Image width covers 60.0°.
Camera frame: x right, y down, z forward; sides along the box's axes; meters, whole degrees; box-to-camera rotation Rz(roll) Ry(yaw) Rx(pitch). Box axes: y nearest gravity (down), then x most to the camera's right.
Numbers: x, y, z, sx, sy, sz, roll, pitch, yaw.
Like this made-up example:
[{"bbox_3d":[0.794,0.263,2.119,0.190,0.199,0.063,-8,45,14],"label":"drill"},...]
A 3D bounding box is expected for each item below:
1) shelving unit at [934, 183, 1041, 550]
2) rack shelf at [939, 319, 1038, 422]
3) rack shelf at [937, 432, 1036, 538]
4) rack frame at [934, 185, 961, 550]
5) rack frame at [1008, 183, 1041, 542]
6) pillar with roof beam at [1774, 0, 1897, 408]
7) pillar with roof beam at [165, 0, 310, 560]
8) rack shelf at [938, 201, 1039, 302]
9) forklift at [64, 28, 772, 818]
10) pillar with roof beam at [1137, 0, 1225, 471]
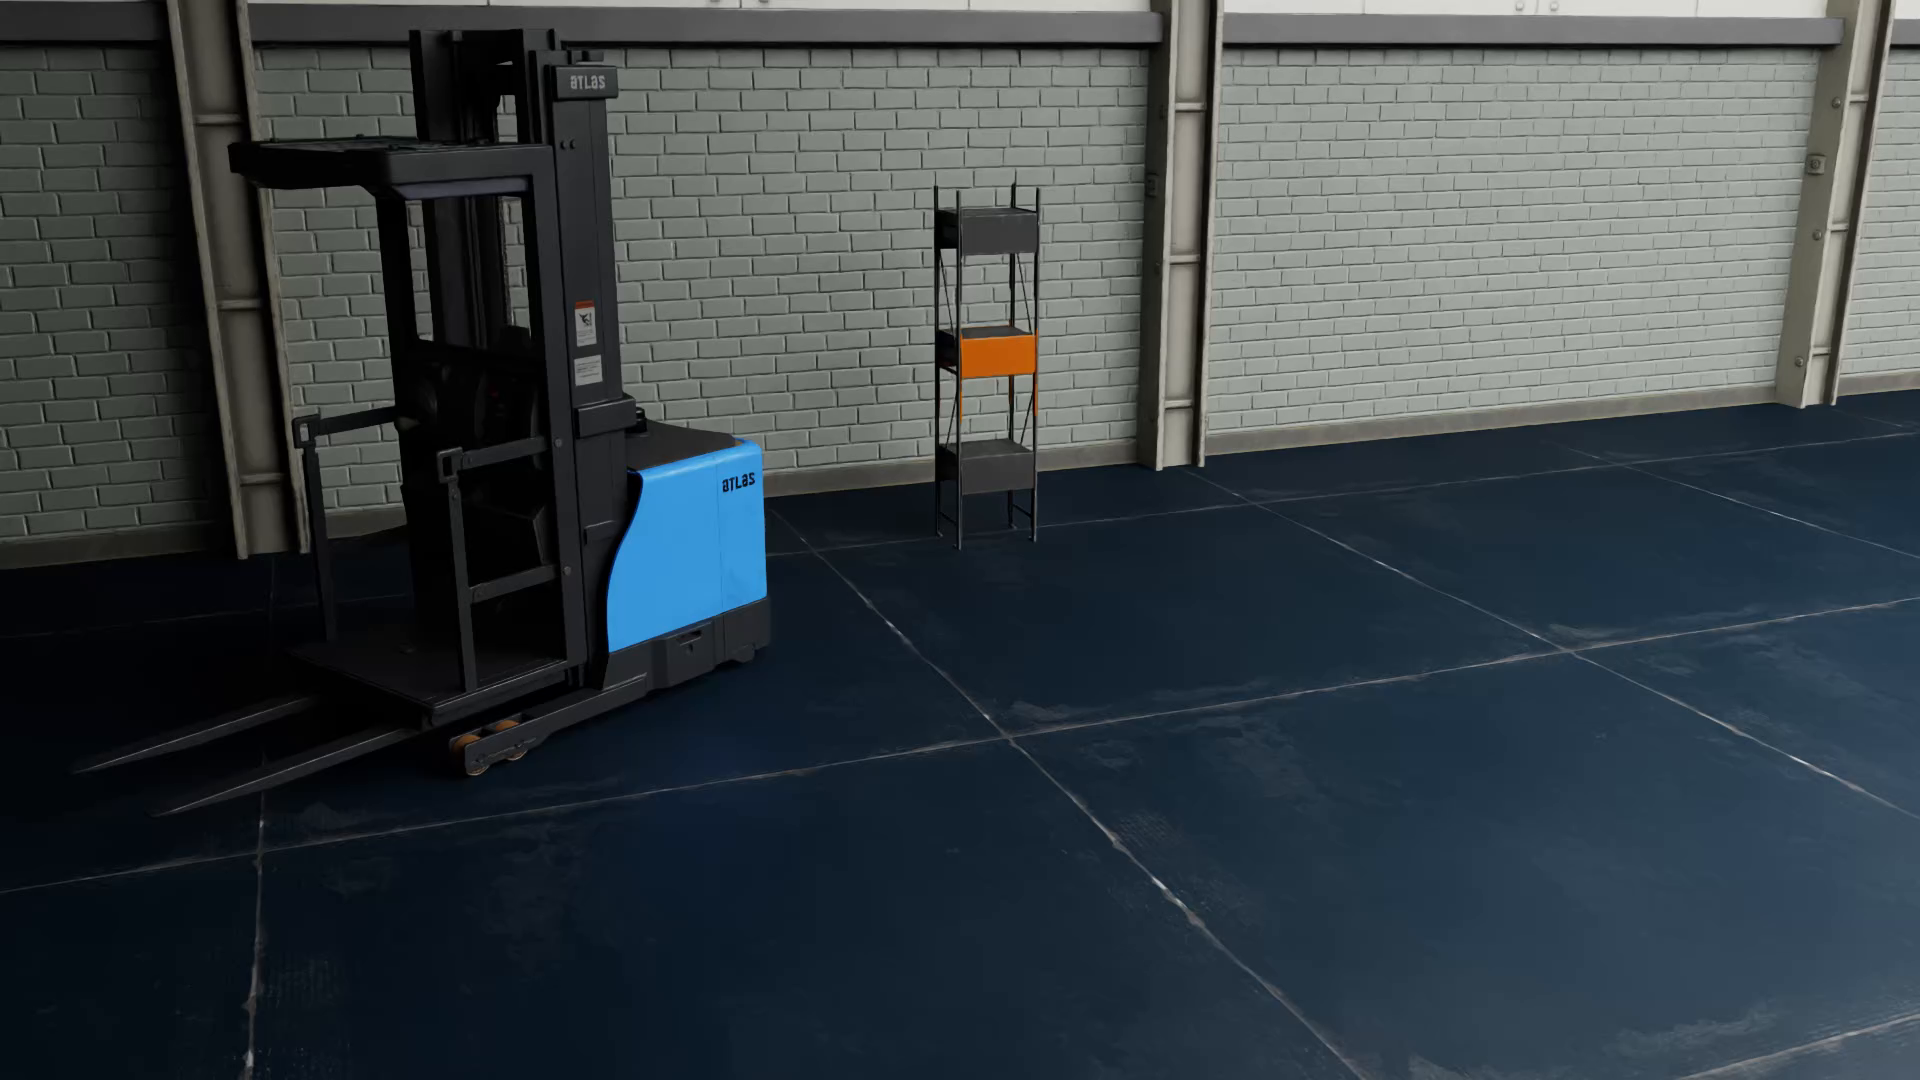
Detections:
[{"bbox_3d":[0.155,-1.024,9.859,0.503,2.100,0.431,-6,17,-20],"label":"shelving unit"},{"bbox_3d":[0.155,-1.011,9.863,0.480,0.518,0.431,-6,17,-20],"label":"rack shelf"},{"bbox_3d":[0.155,-0.339,10.060,0.480,0.518,0.431,-6,17,-20],"label":"rack shelf"},{"bbox_3d":[-0.073,-1.000,9.775,0.015,2.100,0.400,-6,17,-20],"label":"rack frame"},{"bbox_3d":[0.382,-1.049,9.943,0.015,2.100,0.400,-6,17,-20],"label":"rack frame"},{"bbox_3d":[8.657,-4.339,8.904,0.400,9.000,9.100,-6,17,-20],"label":"pillar with roof beam"},{"bbox_3d":[-2.549,-3.130,4.784,0.400,9.000,9.100,-6,17,-20],"label":"pillar with roof beam"},{"bbox_3d":[0.155,-1.683,9.666,0.480,0.518,0.431,-6,17,-20],"label":"rack shelf"},{"bbox_3d":[-2.222,-0.597,6.931,1.130,2.935,3.031,12,20,36],"label":"forklift"},{"bbox_3d":[3.054,-3.734,6.844,0.400,9.000,9.100,-6,17,-20],"label":"pillar with roof beam"}]
